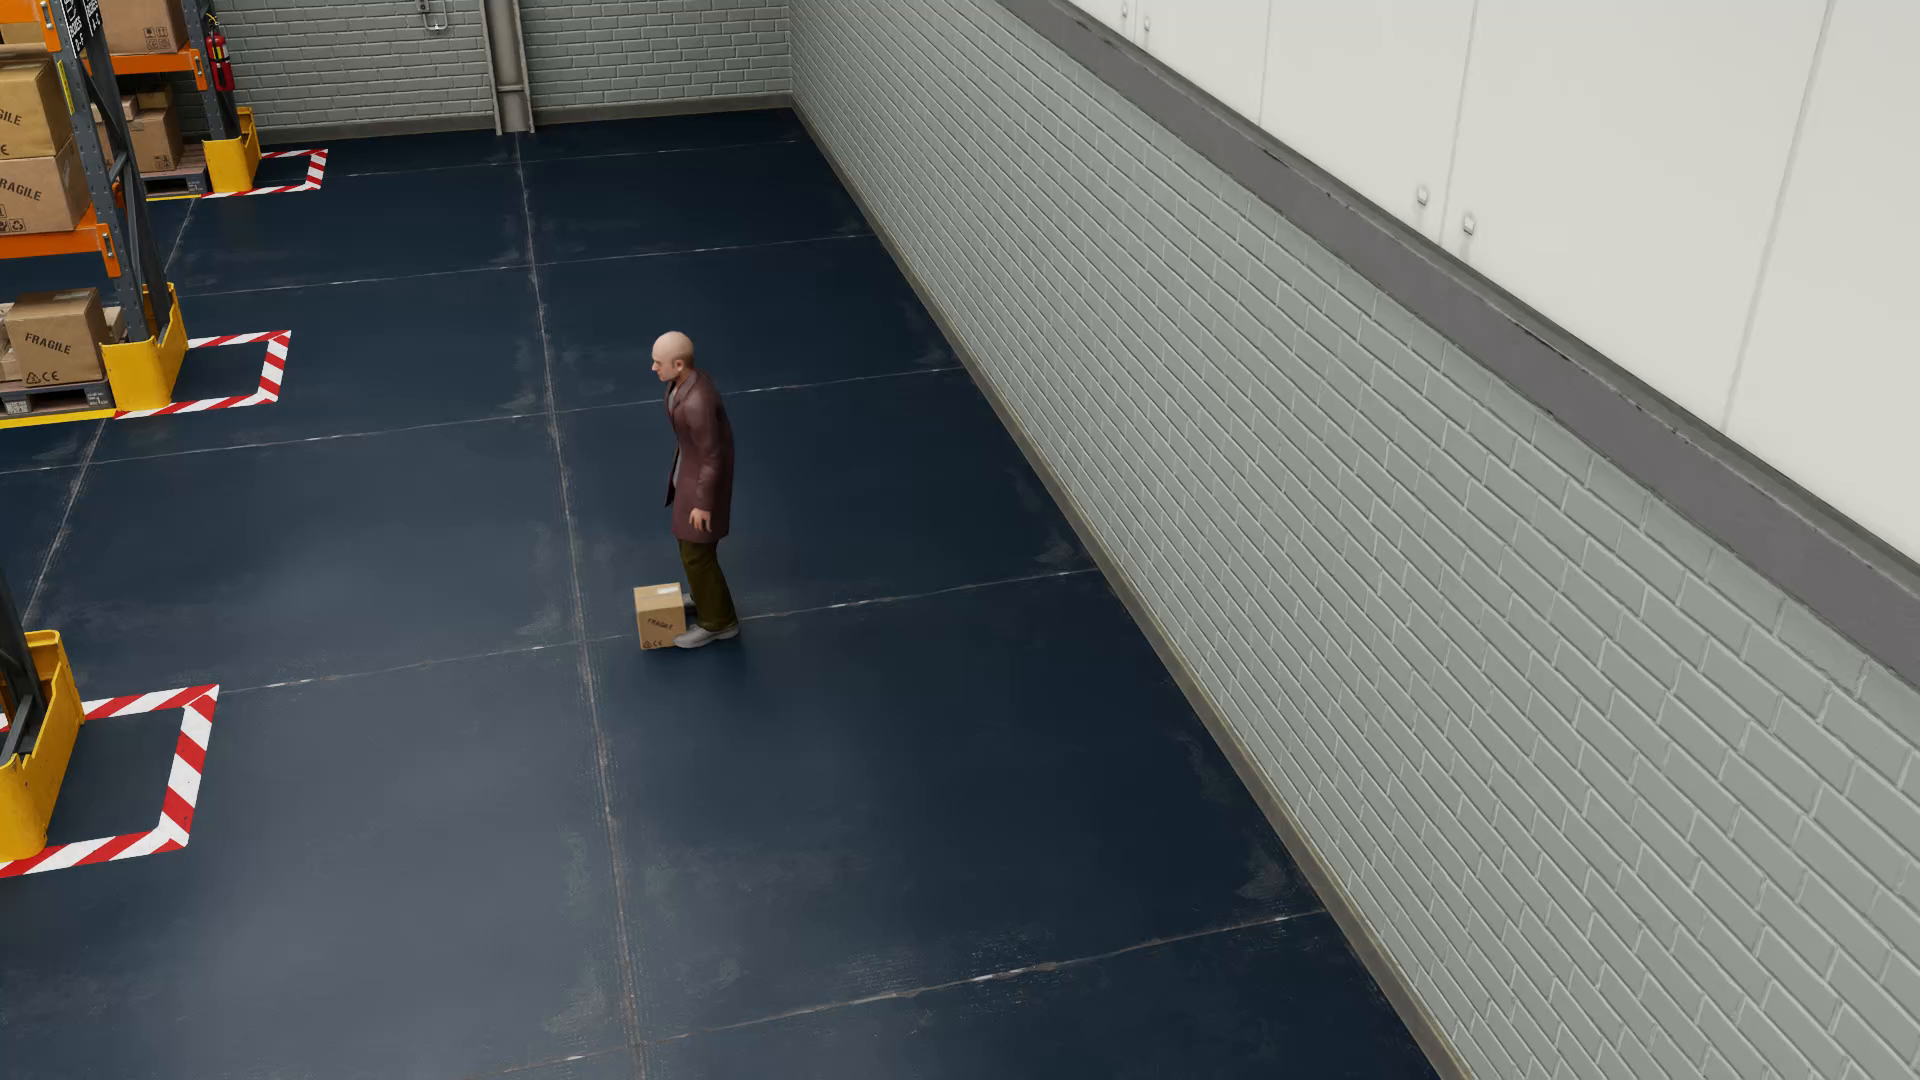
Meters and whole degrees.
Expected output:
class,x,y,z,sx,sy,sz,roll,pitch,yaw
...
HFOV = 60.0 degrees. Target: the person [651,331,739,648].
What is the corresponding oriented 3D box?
class,x,y,z,sx,sy,sz,roll,pitch,yaw
person,-1.396,-0.277,8.742,0.420,1.775,0.655,-9,31,-16
